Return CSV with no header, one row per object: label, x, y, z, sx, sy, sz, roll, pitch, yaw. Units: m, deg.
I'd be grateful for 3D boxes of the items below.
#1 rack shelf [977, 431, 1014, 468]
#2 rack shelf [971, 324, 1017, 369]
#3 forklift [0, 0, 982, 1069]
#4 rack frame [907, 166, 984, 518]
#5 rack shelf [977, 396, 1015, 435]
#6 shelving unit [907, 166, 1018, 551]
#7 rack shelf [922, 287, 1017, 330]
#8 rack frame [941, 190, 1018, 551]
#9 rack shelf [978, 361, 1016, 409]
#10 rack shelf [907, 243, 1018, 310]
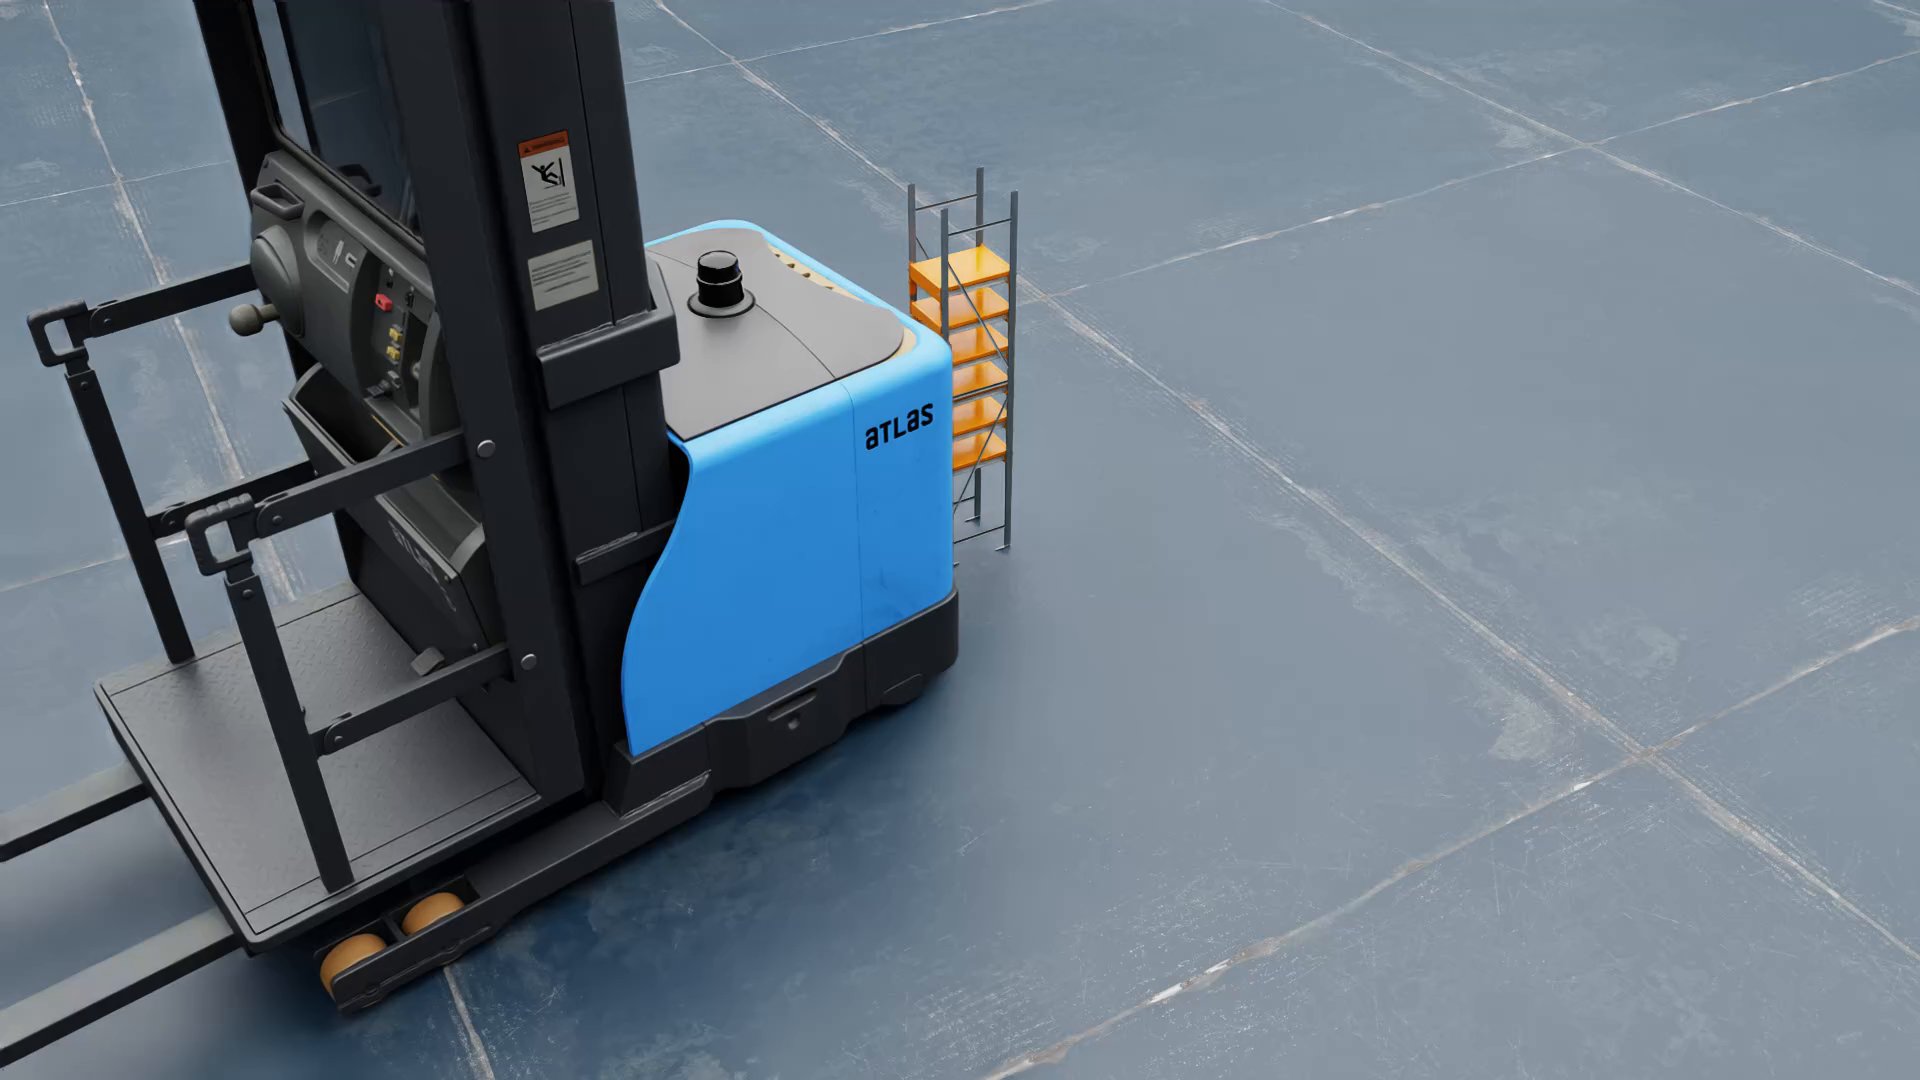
rack shelf,0.007,-0.247,5.054,0.258,0.103,0.180,-19,40,-24
rack shelf,0.007,-0.538,4.841,0.258,0.103,0.180,-19,40,-24
forklift,-1.398,-0.502,3.452,3.031,2.935,1.130,-26,43,-31
rack frame,-0.039,-0.524,4.950,0.240,1.200,0.006,-19,40,-24
rack shelf,0.007,-0.344,4.983,0.258,0.103,0.180,-19,40,-24
shelving unit,0.007,-0.477,4.886,0.258,1.200,0.189,-19,40,-24
rack shelf,0.007,-0.635,4.771,0.258,0.103,0.180,-19,40,-24
rack frame,0.053,-0.430,4.822,0.240,1.200,0.006,-19,40,-24
rack shelf,0.007,-0.441,4.912,0.258,0.103,0.180,-19,40,-24
rack shelf,0.007,-0.732,4.700,0.258,0.103,0.180,-19,40,-24
